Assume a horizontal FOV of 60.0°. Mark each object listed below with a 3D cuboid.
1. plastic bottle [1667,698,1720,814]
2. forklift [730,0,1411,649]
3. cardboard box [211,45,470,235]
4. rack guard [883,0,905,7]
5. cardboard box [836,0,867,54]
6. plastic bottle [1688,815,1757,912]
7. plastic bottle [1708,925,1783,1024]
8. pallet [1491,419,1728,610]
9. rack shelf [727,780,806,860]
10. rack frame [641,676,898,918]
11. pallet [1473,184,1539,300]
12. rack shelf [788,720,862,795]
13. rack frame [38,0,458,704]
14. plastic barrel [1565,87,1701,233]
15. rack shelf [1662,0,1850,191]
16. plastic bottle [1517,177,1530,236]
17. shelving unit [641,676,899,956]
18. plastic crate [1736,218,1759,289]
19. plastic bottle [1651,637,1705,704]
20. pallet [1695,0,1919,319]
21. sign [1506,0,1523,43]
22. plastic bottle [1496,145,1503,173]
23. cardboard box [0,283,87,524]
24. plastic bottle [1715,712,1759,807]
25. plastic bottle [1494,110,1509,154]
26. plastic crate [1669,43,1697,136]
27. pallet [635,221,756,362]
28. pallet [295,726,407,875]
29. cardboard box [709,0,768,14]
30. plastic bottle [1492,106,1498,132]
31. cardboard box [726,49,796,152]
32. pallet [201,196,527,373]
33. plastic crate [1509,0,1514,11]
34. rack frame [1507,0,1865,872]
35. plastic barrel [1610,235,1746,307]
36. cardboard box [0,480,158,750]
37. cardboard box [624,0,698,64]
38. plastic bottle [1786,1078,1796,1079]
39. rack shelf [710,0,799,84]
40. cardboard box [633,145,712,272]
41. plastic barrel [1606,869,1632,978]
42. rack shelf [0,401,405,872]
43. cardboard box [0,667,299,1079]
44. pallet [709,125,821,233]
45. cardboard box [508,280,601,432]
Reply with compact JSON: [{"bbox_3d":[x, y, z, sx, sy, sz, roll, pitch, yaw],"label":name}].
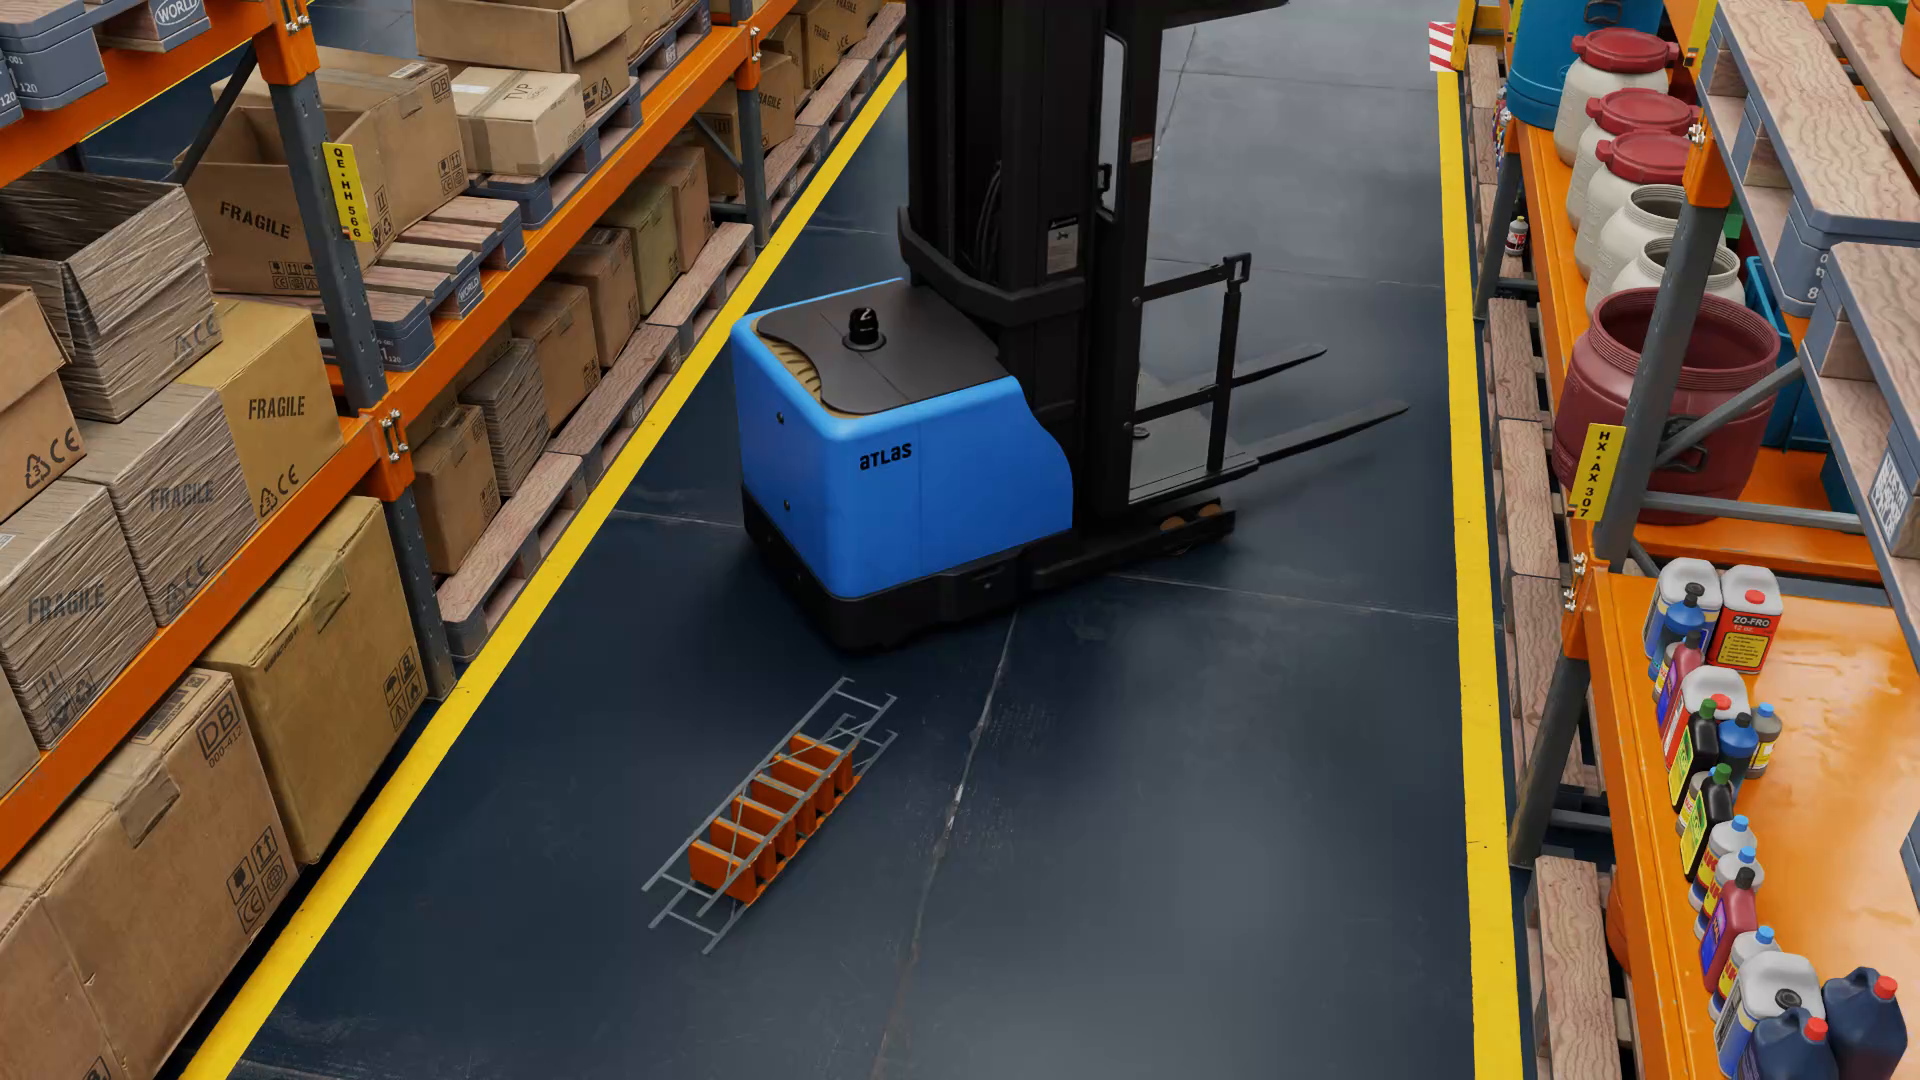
[{"bbox_3d":[1.801,0.528,4.065,0.061,0.283,0.133,7,37,10],"label":"plastic bottle"},{"bbox_3d":[0.609,-1.374,6.649,3.031,2.935,1.130,-18,40,-23],"label":"forklift"},{"bbox_3d":[-2.360,-1.542,6.378,0.700,0.500,0.500,13,38,17],"label":"cardboard box"},{"bbox_3d":[-0.765,-4.215,12.639,1.175,0.500,0.348,7,37,10],"label":"rack guard"},{"bbox_3d":[-0.993,-3.725,11.606,0.500,0.500,0.500,17,39,22],"label":"cardboard box"},{"bbox_3d":[1.745,0.734,3.791,0.097,0.271,0.097,0,36,0],"label":"plastic bottle"},{"bbox_3d":[1.675,0.922,3.532,0.097,0.271,0.097,0,36,0],"label":"plastic bottle"},{"bbox_3d":[2.847,-0.071,7.167,1.003,0.211,1.213,7,37,10],"label":"pallet"},{"bbox_3d":[-0.667,0.967,5.749,0.258,0.180,0.103,18,40,24],"label":"rack shelf"},{"bbox_3d":[-0.630,0.855,5.748,0.240,0.006,1.200,18,40,24],"label":"rack frame"},{"bbox_3d":[3.420,-1.607,9.287,1.003,0.211,1.213,7,37,10],"label":"pallet"},{"bbox_3d":[-0.490,0.782,6.001,0.258,0.180,0.103,18,40,24],"label":"rack shelf"},{"bbox_3d":[-2.457,-0.684,5.638,1.000,3.000,0.127,7,37,10],"label":"rack frame"},{"bbox_3d":[2.660,-1.470,6.606,0.433,0.535,0.433,0,36,0],"label":"plastic barrel"},{"bbox_3d":[2.808,-2.133,5.694,1.077,0.370,4.000,7,37,10],"label":"rack shelf"},{"bbox_3d":[3.092,-1.867,9.152,0.144,0.351,0.185,6,36,9],"label":"plastic bottle"},{"bbox_3d":[-0.630,0.928,5.802,0.258,0.189,1.200,18,40,24],"label":"shelving unit"},{"bbox_3d":[3.025,-0.977,5.987,0.402,0.464,0.583,7,37,10],"label":"plastic crate"},{"bbox_3d":[1.901,0.344,4.389,0.097,0.201,0.097,0,36,0],"label":"plastic bottle"},{"bbox_3d":[2.122,-0.775,3.368,1.003,0.211,1.213,7,37,10],"label":"pallet"},{"bbox_3d":[2.700,-2.544,7.968,0.100,0.325,0.005,7,37,10],"label":"sign"},{"bbox_3d":[3.239,-2.266,9.830,0.097,0.201,0.097,0,36,0],"label":"plastic bottle"},{"bbox_3d":[-2.771,-0.340,4.223,0.797,0.503,0.637,8,37,11],"label":"cardboard box"},{"bbox_3d":[1.882,0.533,4.069,0.097,0.271,0.097,0,36,0],"label":"plastic bottle"},{"bbox_3d":[3.304,-2.469,10.050,0.097,0.271,0.097,0,36,0],"label":"plastic bottle"},{"bbox_3d":[3.431,-2.066,7.490,0.402,0.464,0.583,7,37,10],"label":"plastic crate"},{"bbox_3d":[-1.768,-1.401,9.004,1.003,0.211,1.213,7,37,10],"label":"pallet"},{"bbox_3d":[-2.699,0.888,5.845,1.003,0.211,1.213,7,37,10],"label":"pallet"},{"bbox_3d":[-1.263,-2.961,8.993,0.380,0.149,0.250,7,37,10],"label":"cardboard box"},{"bbox_3d":[3.376,-2.635,10.339,0.097,0.201,0.097,0,36,0],"label":"plastic bottle"},{"bbox_3d":[-1.364,-2.689,10.176,0.500,0.500,0.500,19,40,24],"label":"cardboard box"},{"bbox_3d":[-2.409,-1.028,6.276,1.213,0.211,1.003,7,37,10],"label":"pallet"},{"bbox_3d":[3.207,-2.965,8.911,0.499,0.251,0.616,7,37,10],"label":"plastic crate"},{"bbox_3d":[2.381,-0.063,4.781,1.000,3.000,0.127,7,37,10],"label":"rack frame"},{"bbox_3d":[2.392,-0.725,5.599,0.421,0.512,0.421,0,36,0],"label":"plastic barrel"},{"bbox_3d":[-2.541,0.173,4.370,0.500,0.500,0.500,6,36,8],"label":"cardboard box"},{"bbox_3d":[-1.910,-2.952,7.898,1.000,1.000,1.000,8,37,10],"label":"cardboard box"},{"bbox_3d":[1.564,1.164,3.187,0.061,0.283,0.133,7,37,10],"label":"plastic bottle"},{"bbox_3d":[-1.176,-3.832,10.595,1.077,0.370,4.000,7,37,10],"label":"rack shelf"},{"bbox_3d":[-1.755,-1.794,8.924,0.700,0.500,0.500,5,36,6],"label":"cardboard box"},{"bbox_3d":[2.293,0.928,4.905,0.600,0.830,0.708,7,37,10],"label":"plastic barrel"},{"bbox_3d":[-2.885,0.754,4.267,1.077,0.370,4.000,7,37,10],"label":"rack shelf"},{"bbox_3d":[-2.823,0.910,4.892,1.225,0.875,0.875,7,37,10],"label":"cardboard box"},{"bbox_3d":[-1.494,-2.237,10.157,1.003,0.211,1.213,7,37,10],"label":"pallet"},{"bbox_3d":[-2.114,-0.882,7.666,0.700,0.500,0.500,10,37,14],"label":"cardboard box"}]
